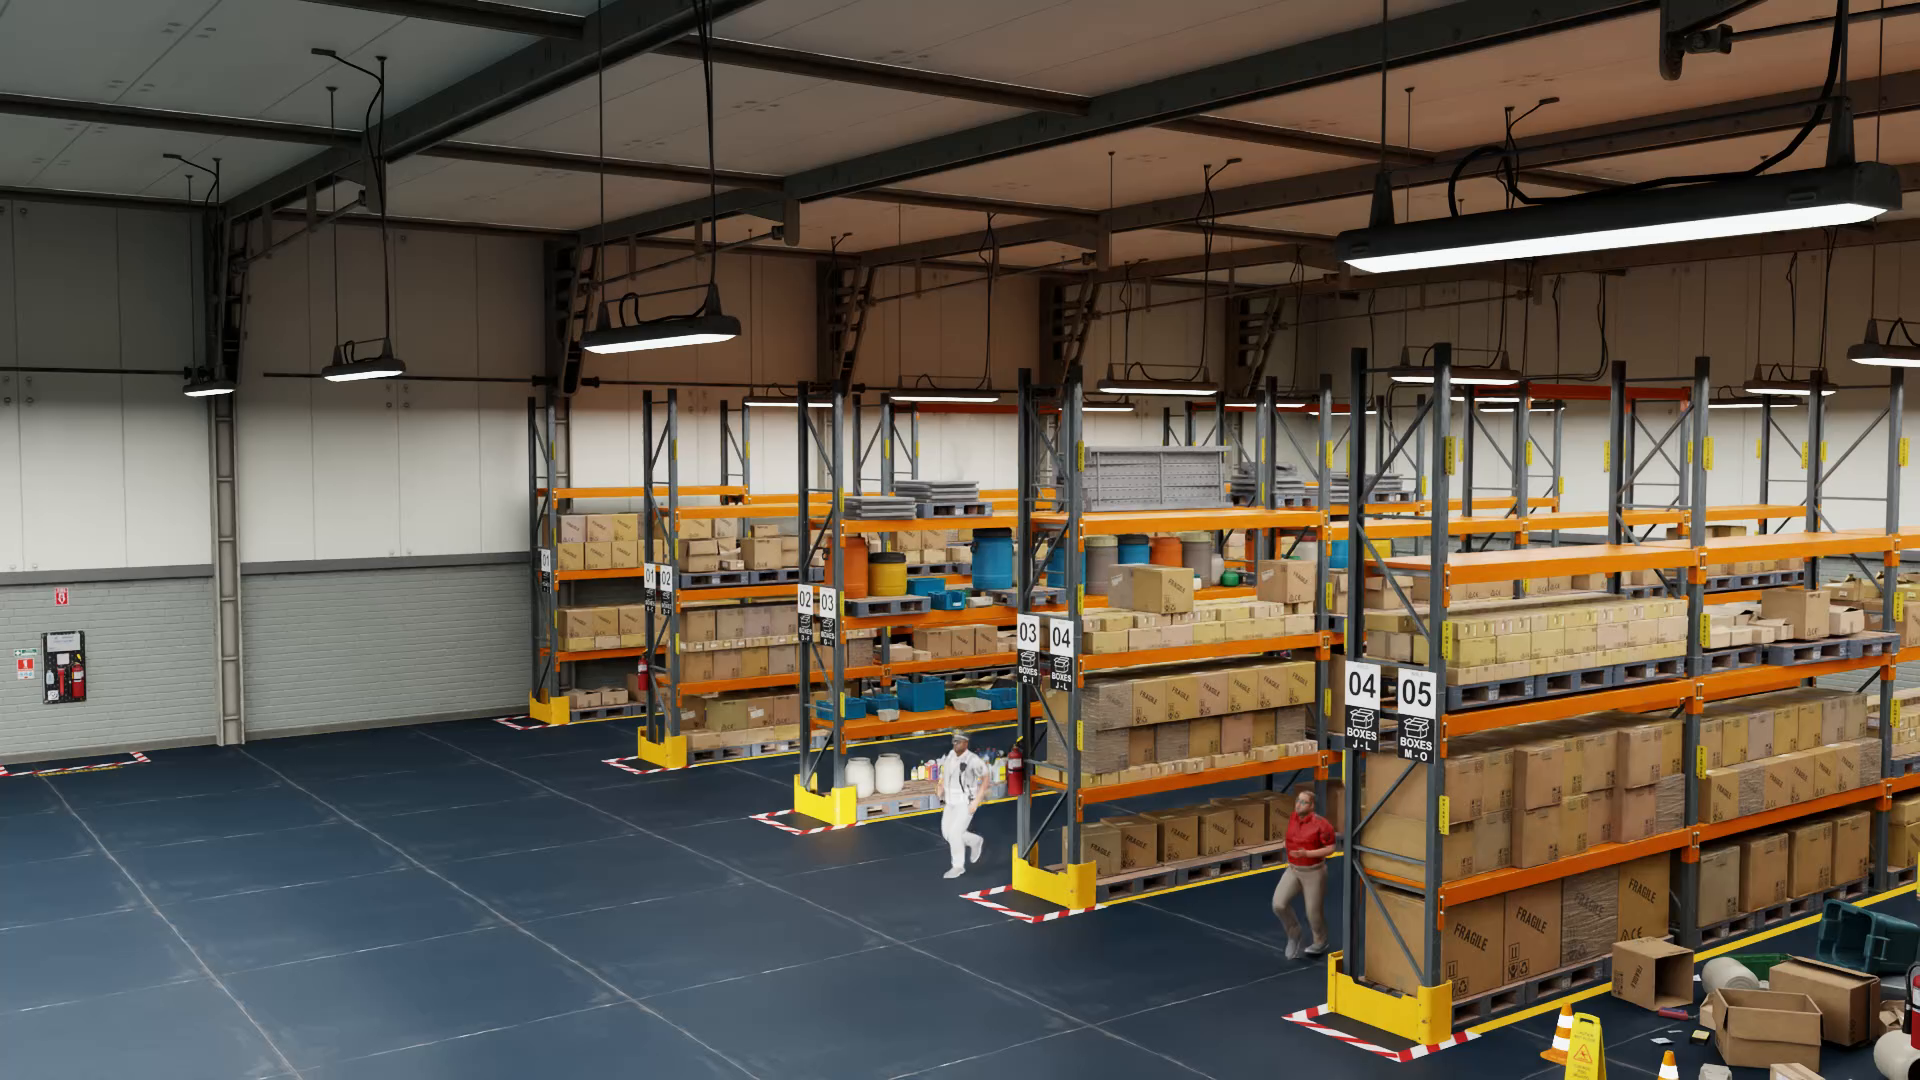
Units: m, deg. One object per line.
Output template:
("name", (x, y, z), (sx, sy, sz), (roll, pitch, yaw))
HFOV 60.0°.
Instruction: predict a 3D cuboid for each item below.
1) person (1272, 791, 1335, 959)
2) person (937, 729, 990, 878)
("person", (3.445, 3.341, 16.533), (0.749, 1.727, 0.648), (-3, 5, -44))
("person", (0.042, 3.127, 19.930), (0.671, 1.764, 0.700), (-3, 4, -40))
